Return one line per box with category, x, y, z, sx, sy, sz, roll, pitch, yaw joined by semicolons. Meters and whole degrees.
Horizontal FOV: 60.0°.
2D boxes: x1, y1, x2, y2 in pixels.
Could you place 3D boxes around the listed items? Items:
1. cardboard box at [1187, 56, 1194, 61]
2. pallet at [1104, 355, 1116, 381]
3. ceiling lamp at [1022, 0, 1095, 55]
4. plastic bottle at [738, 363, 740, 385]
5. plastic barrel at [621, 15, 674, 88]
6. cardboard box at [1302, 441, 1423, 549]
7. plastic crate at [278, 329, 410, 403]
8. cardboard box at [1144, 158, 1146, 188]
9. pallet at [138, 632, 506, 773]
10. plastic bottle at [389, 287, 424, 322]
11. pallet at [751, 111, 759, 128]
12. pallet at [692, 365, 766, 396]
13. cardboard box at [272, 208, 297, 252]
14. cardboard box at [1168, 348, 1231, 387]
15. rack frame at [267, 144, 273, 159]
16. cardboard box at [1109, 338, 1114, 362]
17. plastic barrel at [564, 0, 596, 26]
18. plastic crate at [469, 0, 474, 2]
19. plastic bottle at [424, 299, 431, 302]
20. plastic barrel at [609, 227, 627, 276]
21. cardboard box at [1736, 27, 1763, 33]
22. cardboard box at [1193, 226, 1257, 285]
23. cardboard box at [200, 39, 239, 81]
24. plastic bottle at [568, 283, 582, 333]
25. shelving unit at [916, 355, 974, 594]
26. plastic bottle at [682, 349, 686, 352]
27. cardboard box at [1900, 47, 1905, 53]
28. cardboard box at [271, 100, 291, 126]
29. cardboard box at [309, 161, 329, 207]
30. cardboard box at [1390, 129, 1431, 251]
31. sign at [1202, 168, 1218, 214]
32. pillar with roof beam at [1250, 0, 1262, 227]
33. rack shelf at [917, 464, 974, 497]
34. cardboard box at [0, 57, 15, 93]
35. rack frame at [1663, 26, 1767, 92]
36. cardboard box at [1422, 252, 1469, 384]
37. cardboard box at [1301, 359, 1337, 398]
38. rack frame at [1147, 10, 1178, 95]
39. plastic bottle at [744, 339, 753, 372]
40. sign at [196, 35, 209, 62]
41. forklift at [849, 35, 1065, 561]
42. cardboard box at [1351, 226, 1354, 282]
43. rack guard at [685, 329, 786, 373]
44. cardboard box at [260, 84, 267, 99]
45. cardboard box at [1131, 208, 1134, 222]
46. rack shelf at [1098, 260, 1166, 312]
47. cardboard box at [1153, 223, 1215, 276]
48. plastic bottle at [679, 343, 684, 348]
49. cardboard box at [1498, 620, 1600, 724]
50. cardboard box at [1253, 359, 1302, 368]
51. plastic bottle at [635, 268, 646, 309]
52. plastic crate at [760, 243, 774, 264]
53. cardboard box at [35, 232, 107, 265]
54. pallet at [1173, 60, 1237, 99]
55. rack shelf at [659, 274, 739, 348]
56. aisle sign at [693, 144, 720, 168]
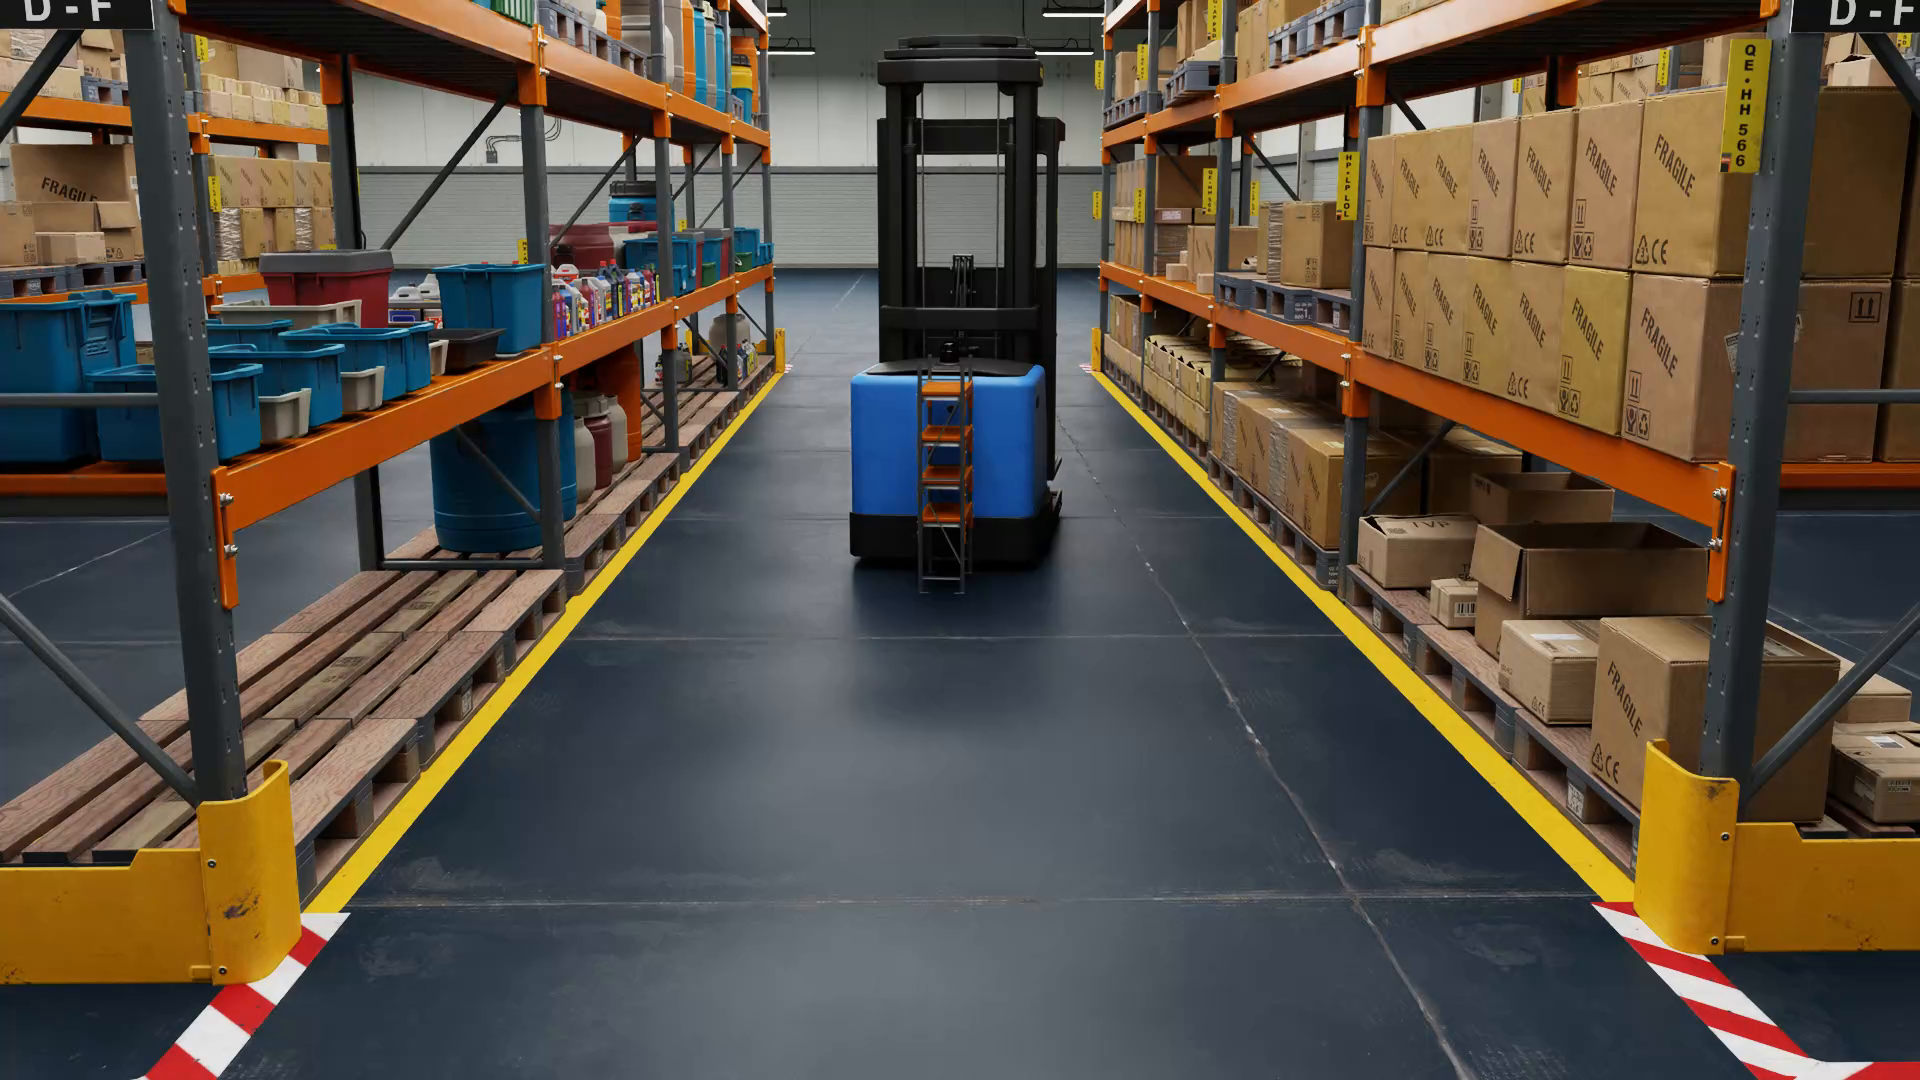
cardboard box;2.297;-4.122;14.608;0.500;0.250;0.500;-1;12;-7
pallet;2.255;-2.028;19.523;1.003;0.211;1.213;0;11;-1
ceiling lamp;2.530;-14.407;43.761;2.000;3.185;0.800;0;11;-1
plastic bottle;-2.240;-1.675;16.527;0.097;0.271;0.097;0;11;0
plastic barrel;-2.290;-3.524;12.060;0.421;0.512;0.421;0;11;0
cardboard box;2.149;-0.248;8.919;0.500;0.500;0.500;0;11;-1
plastic crate;-2.127;-0.605;5.769;0.416;0.233;0.300;0;11;-1
cardboard box;2.253;-3.624;16.865;0.700;0.500;0.500;0;11;-1
pallet;-2.425;0.615;6.499;1.003;0.211;1.213;0;11;-1
plastic bottle;-2.838;-1.157;8.531;0.152;0.276;0.135;0;11;-1
pallet;-2.835;-4.739;18.805;1.003;0.211;1.213;0;11;-1
pallet;-2.673;-1.742;18.113;1.003;0.211;1.213;0;11;-1
cardboard box;-7.627;-3.294;17.750;0.875;0.500;0.500;0;11;-1
cardboard box;2.073;-1.495;14.334;0.500;0.311;0.500;0;11;0
rack frame;-7.707;-3.506;19.797;1.000;3.000;0.127;0;11;-1
cardboard box;2.000;-2.197;19.206;0.500;0.250;0.500;0;11;-1
plastic barrel;-2.402;-3.327;9.971;0.433;0.535;0.433;0;11;0
plastic crate;-2.100;-2.231;6.629;0.293;0.136;0.466;0;11;-1
plastic bottle;-2.810;-1.170;8.784;0.097;0.201;0.097;0;11;0
plastic barrel;-2.824;-2.195;13.051;0.421;0.512;0.421;0;11;0
cardboard box;7.508;-4.890;16.255;0.500;0.500;0.500;0;11;0
cardboard box;2.301;-2.443;14.305;0.500;0.500;0.500;0;11;-1
cardboard box;-7.946;-5.120;17.949;0.500;0.500;0.500;0;11;-1
plastic bottle;-2.118;-1.268;9.086;0.097;0.271;0.097;0;11;0
shelving unit;-0.075;-0.356;8.797;0.258;1.200;0.503;1;12;5
plastic bottle;-2.882;-1.850;17.361;0.061;0.283;0.133;0;11;-1
cardboard box;7.531;-3.650;12.659;0.500;0.500;0.500;0;11;-1
cardboard box;-7.412;-4.507;17.562;0.500;0.250;0.500;0;11;-2
cardboard box;-7.432;-3.983;18.634;0.500;0.500;0.500;0;11;-1
cardboard box;2.185;-1.502;7.154;0.500;0.500;0.500;-1;11;-3
sign;1.808;-2.520;12.026;0.100;0.325;0.005;0;11;-1
pillar with roof beam;3.229;-11.125;42.262;9.100;9.000;0.548;0;11;-1
rack shelf;-0.075;-0.290;8.810;0.258;0.148;0.480;1;12;5
cardboard box;-7.297;-3.407;12.141;0.500;0.250;0.500;0;11;0
rack frame;7.233;-5.712;15.582;1.000;3.000;0.127;0;11;-1
cardboard box;2.205;-0.906;6.729;0.500;0.500;0.500;0;11;-1
cardboard box;2.622;-1.118;11.319;0.500;0.250;0.500;0;11;1
rack frame;2.280;-5.691;15.478;1.000;3.000;0.127;0;11;-1
plastic bottle;-2.290;-1.970;17.781;0.144;0.351;0.185;0;11;1
sign;-7.069;-4.630;15.504;0.100;0.325;0.005;0;11;-1
forklift;0.076;-1.560;10.377;1.130;2.935;3.031;1;12;7
cardboard box;2.582;-1.647;9.326;0.700;0.500;0.500;2;12;8
rack guard;-2.706;-2.287;20.072;1.175;0.500;0.348;0;11;-1
cardboard box;-7.387;-4.628;17.156;0.380;0.149;0.250;0;11;-2
cardboard box;2.027;-3.476;17.767;0.380;0.149;0.250;0;11;1
rack shelf;2.239;-2.796;18.106;1.077;0.370;4.000;0;11;-1
cardboard box;2.265;-2.888;16.499;0.700;0.500;0.500;-1;11;-3
plastic bottle;-3.042;-2.004;18.119;0.061;0.283;0.133;0;11;0
cardboard box;2.281;0.470;6.006;0.500;0.250;0.500;0;11;-1
cardboard box;2.626;-1.299;13.365;0.500;0.311;0.500;-1;11;-3
plastic bottle;-2.162;-1.687;11.153;0.097;0.271;0.097;0;11;0
plastic crate;-2.445;-3.355;19.428;0.499;0.251;0.616;0;11;-1
cardboard box;-7.346;-2.382;13.578;0.500;0.250;0.500;-1;11;-3
pallet;2.259;-3.468;12.539;1.213;0.211;1.003;0;11;1
rack shelf;-2.631;-1.981;14.090;1.077;0.370;4.000;0;11;-1
aisle sign;-3.049;-4.814;19.703;0.394;0.787;0.004;0;11;-1
